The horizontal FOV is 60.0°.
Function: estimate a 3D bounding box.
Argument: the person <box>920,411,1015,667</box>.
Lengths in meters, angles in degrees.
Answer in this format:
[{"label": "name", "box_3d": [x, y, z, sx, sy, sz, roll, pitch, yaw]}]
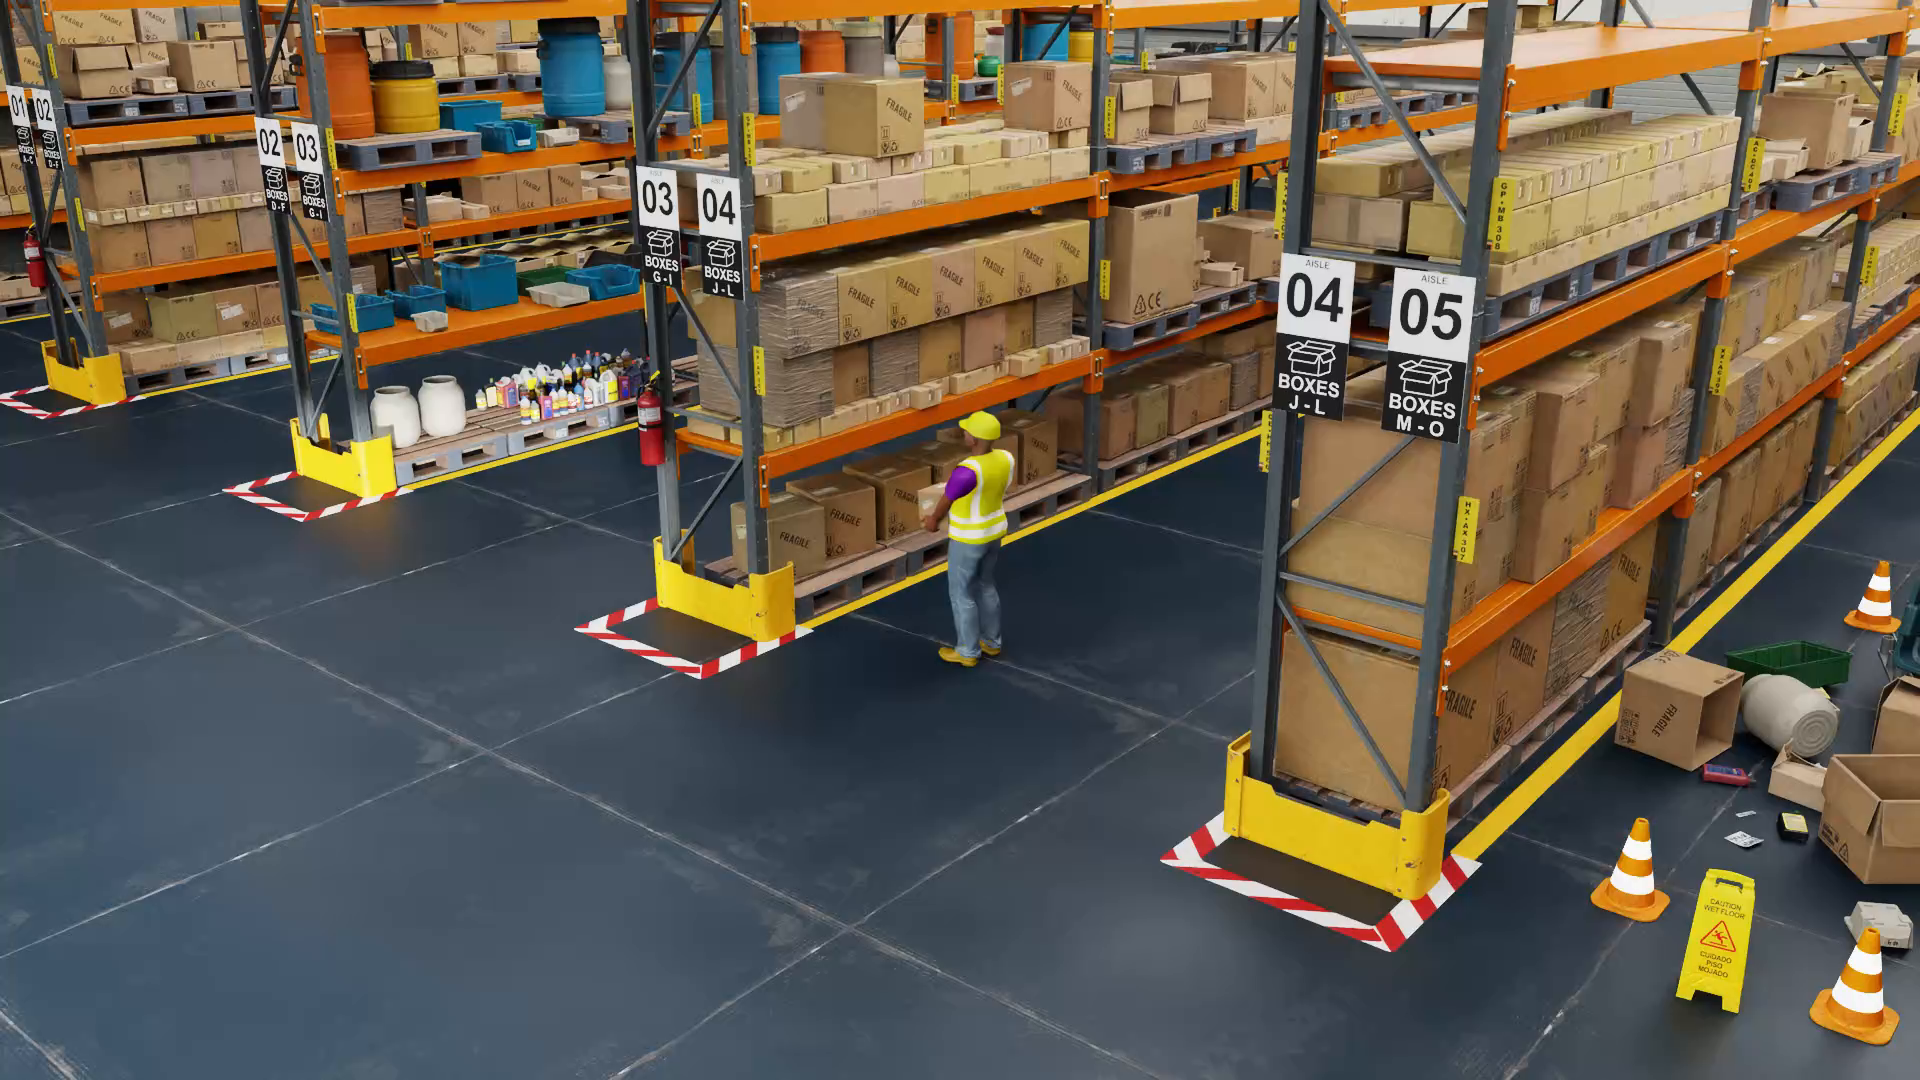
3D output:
[{"label": "person", "box_3d": [0.031, -0.041, 11.160, 0.577, 1.761, 0.502, 16, 25, 37]}]
